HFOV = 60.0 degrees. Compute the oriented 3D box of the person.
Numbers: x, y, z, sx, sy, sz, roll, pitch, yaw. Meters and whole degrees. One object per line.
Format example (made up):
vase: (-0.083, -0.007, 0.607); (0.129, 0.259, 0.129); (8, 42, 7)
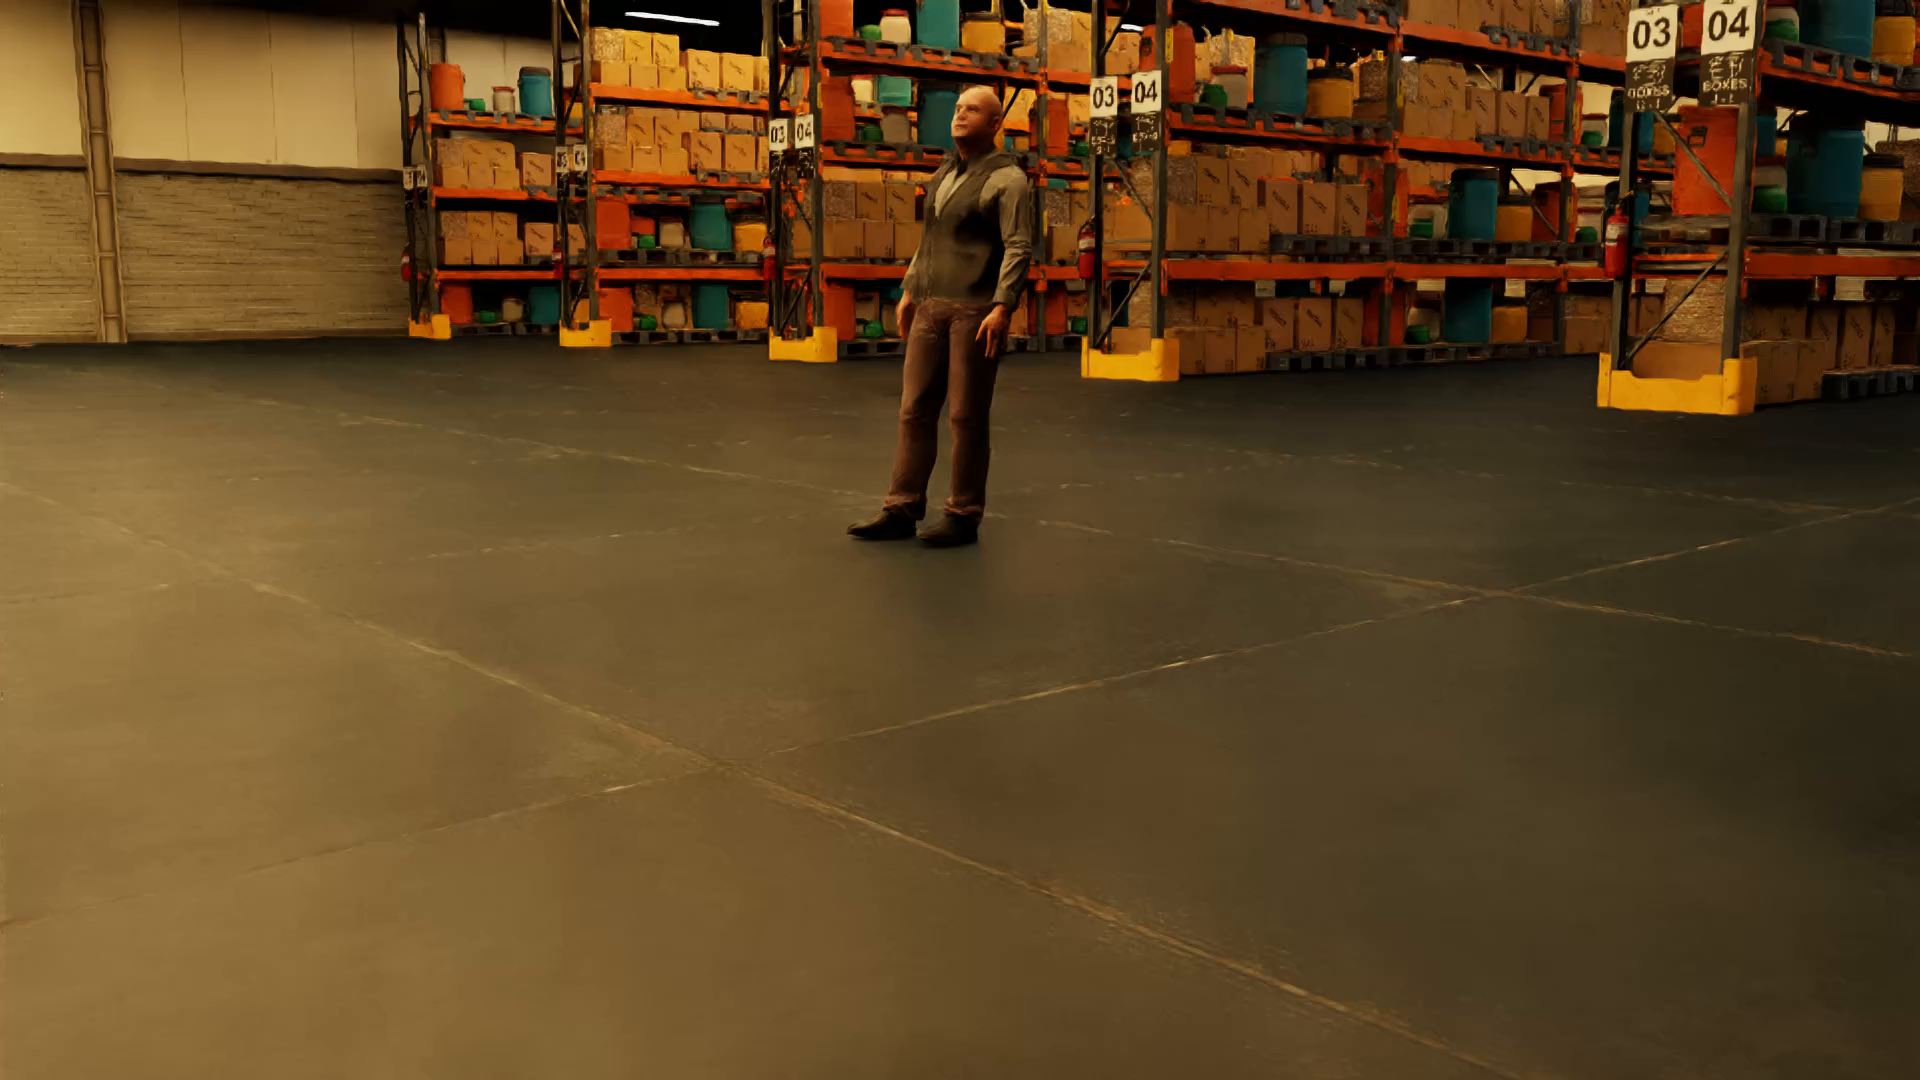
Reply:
person: (-0.052, -0.852, 6.372); (0.567, 1.720, 0.632); (-8, 12, -40)
